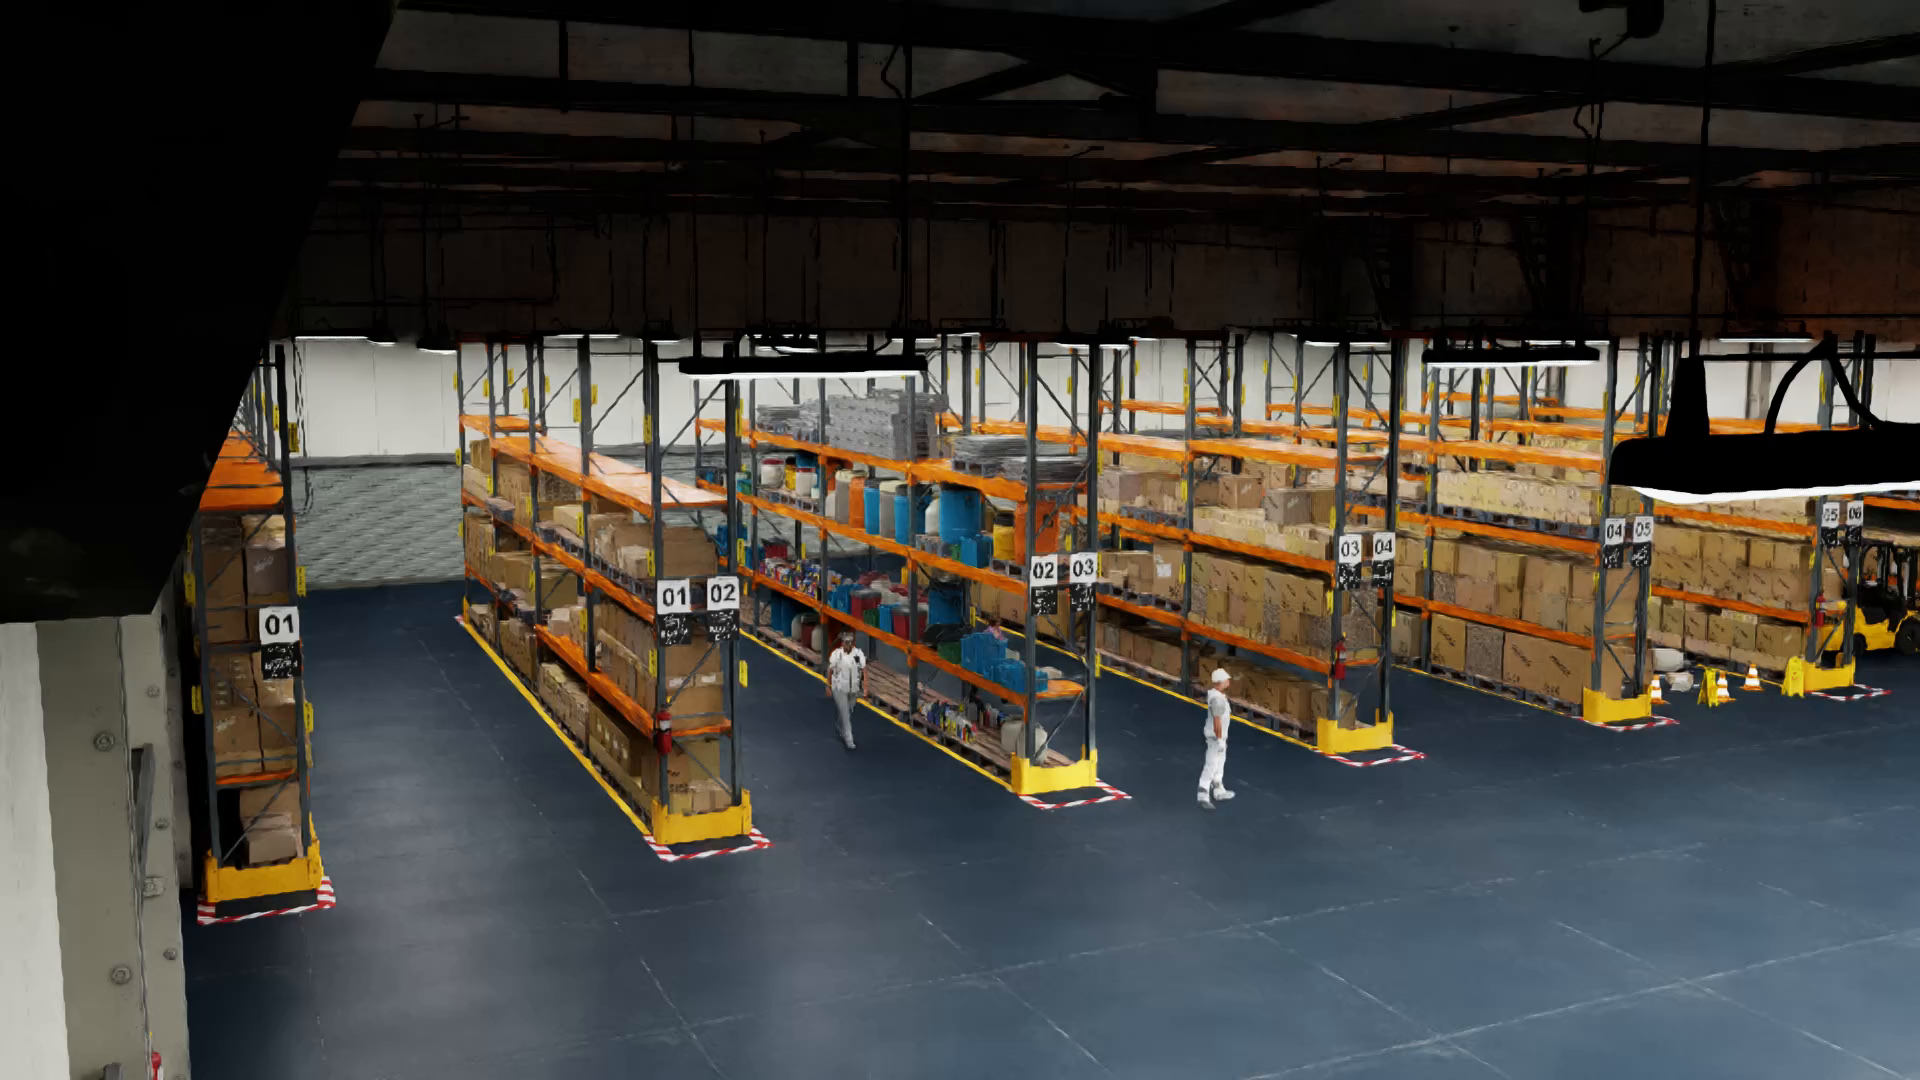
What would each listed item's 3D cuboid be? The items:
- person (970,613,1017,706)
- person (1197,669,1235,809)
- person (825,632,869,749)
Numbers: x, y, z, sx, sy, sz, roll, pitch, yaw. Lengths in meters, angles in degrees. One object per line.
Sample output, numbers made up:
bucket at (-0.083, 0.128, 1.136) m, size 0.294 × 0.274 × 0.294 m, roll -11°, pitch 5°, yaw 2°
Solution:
person at (0.514, 1.933, 27.012) m, size 0.876 × 1.545 × 0.454 m, roll 6°, pitch 10°, yaw 39°
person at (3.335, 2.539, 21.528) m, size 0.497 × 1.787 × 0.688 m, roll 1°, pitch 8°, yaw 7°
person at (-1.649, 2.172, 24.584) m, size 0.554 × 1.712 × 1.040 m, roll -4°, pitch 9°, yaw -25°
